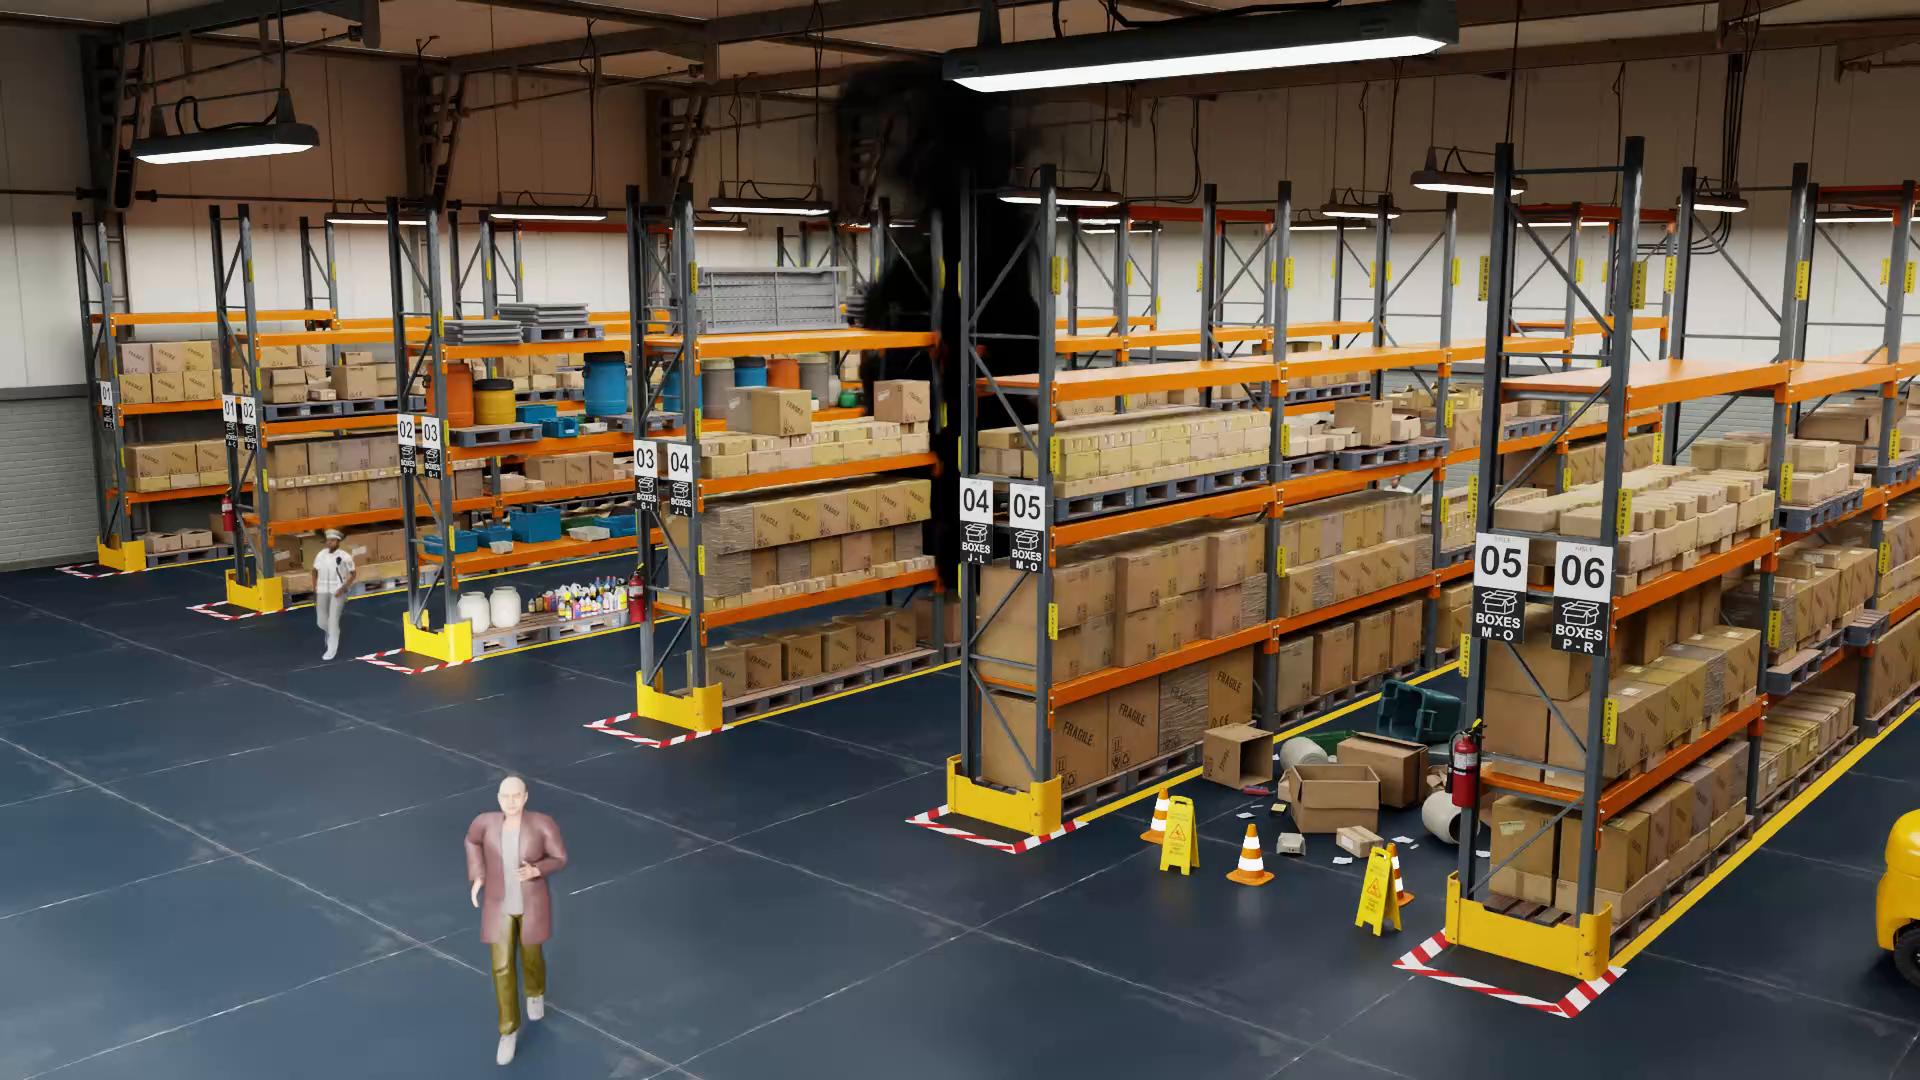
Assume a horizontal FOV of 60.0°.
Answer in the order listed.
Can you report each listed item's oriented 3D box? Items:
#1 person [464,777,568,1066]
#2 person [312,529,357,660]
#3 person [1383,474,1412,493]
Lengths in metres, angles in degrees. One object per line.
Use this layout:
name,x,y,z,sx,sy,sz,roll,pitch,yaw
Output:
person,-2.961,2.462,11.114,0.694,1.823,0.876,-1,10,-9
person,-8.185,0.681,21.754,0.570,1.691,0.582,0,9,0
person,7.374,-0.332,28.210,0.559,1.724,0.763,8,12,38
